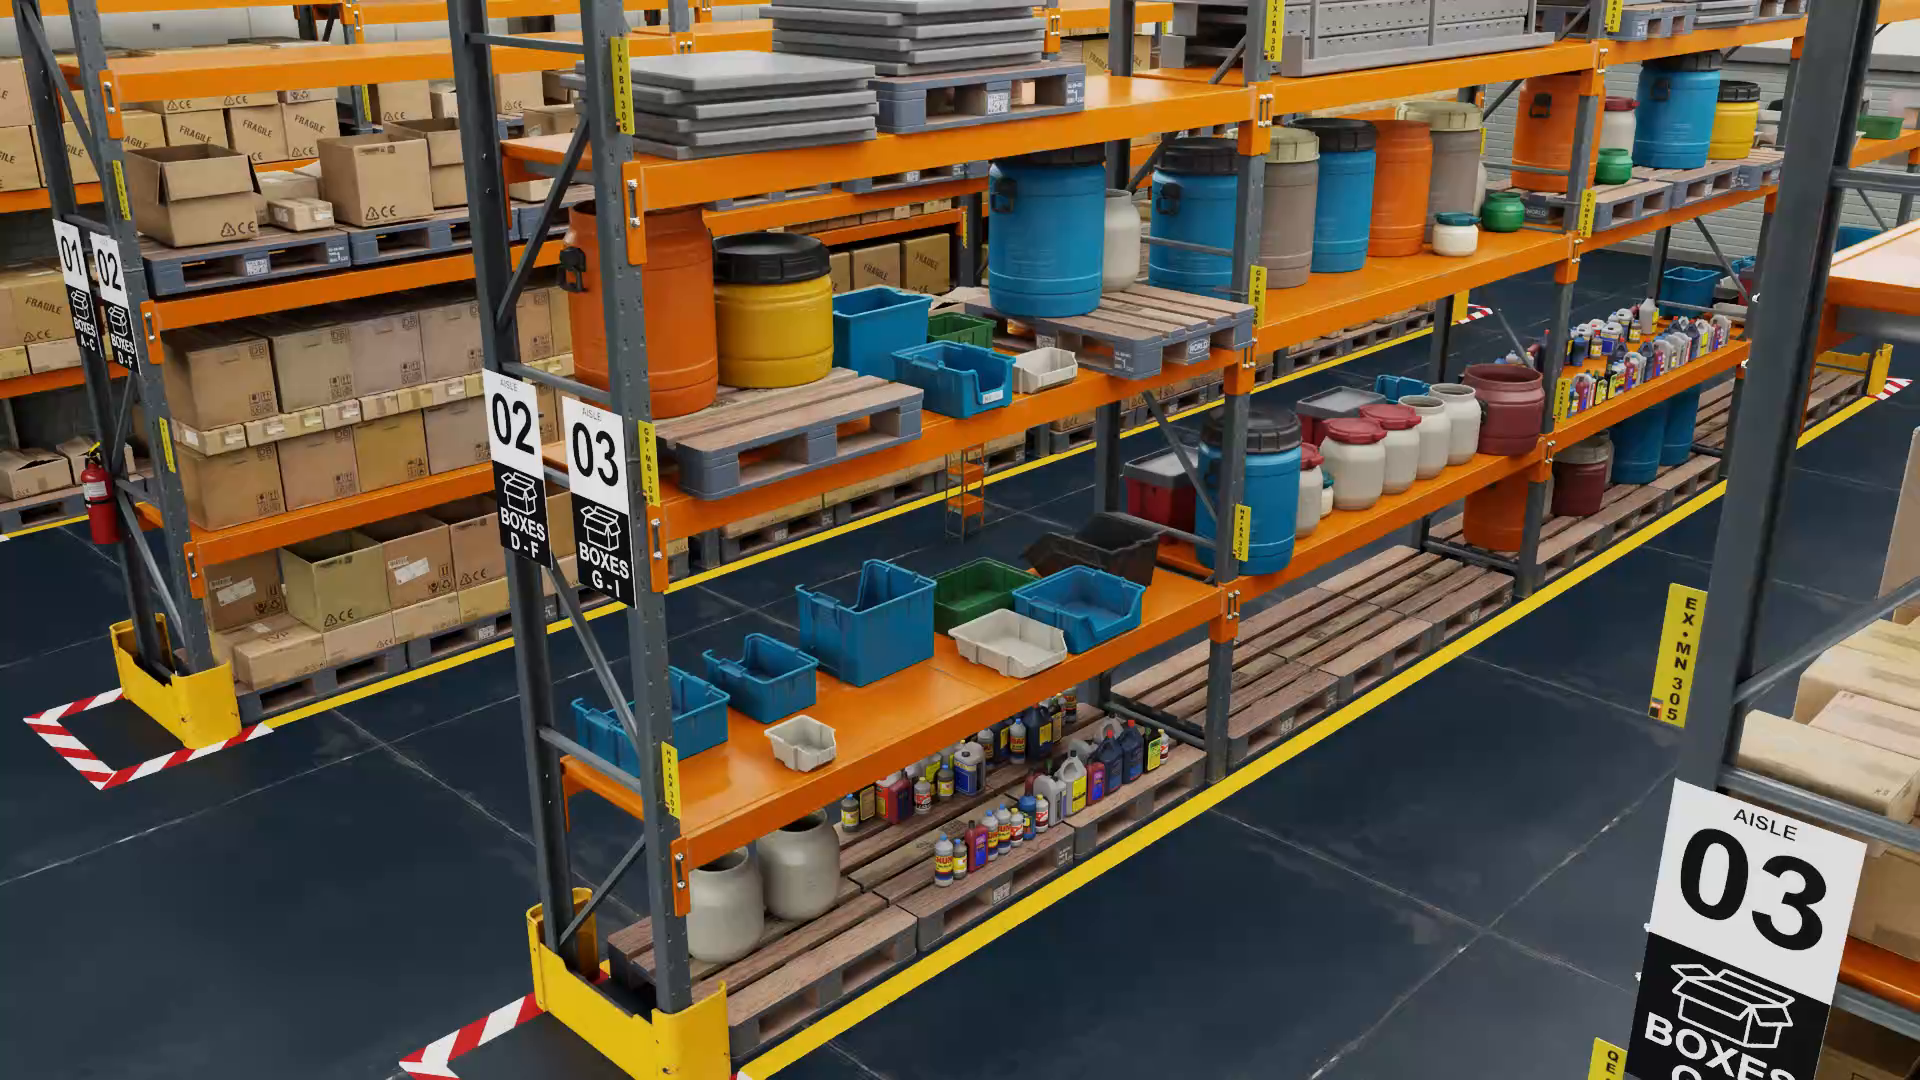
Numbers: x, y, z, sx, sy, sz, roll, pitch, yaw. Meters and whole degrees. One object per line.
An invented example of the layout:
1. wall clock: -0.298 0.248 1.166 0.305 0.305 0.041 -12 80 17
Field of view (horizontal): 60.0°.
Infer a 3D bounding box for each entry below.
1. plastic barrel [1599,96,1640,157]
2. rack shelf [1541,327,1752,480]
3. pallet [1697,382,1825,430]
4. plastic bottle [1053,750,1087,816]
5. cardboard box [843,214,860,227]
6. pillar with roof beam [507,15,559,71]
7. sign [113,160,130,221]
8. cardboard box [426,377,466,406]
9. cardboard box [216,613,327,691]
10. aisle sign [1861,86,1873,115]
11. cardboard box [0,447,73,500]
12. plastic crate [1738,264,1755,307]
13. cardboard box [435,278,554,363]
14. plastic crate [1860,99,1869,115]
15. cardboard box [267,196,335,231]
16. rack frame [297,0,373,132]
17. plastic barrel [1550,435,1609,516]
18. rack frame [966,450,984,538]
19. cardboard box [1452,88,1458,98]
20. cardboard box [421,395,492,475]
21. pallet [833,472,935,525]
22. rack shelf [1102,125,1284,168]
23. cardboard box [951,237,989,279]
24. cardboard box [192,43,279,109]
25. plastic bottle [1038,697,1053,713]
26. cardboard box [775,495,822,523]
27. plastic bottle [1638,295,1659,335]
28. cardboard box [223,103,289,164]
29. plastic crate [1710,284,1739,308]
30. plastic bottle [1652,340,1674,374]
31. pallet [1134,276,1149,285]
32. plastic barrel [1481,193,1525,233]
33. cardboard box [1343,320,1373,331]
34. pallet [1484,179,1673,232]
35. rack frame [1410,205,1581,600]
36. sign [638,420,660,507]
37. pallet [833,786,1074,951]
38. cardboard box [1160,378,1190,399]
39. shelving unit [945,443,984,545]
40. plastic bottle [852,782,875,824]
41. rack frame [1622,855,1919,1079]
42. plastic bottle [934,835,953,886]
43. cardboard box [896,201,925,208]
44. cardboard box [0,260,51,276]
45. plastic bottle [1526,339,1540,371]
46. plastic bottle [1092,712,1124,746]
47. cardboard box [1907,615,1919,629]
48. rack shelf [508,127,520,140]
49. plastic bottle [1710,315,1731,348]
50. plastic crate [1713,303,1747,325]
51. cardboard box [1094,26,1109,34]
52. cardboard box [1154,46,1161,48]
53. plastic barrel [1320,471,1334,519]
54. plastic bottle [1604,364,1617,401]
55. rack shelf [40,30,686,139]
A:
1. plastic barrel: 5.138 -3.234 13.213 0.433 0.535 0.433 0 21 0
2. rack shelf: 5.404 -1.259 14.033 1.077 0.370 4.000 19 28 41
3. pallet: 8.136 -1.321 17.079 1.003 0.211 1.213 19 28 41
4. plastic bottle: 0.616 1.349 9.325 0.144 0.351 0.185 19 28 40
5. cardboard box: -1.443 -3.942 20.333 0.250 0.149 0.380 -19 28 -40
6. pillar with roof beam: -1.532 -5.165 14.832 9.100 9.000 0.400 19 28 41
7. sign: -4.725 -1.969 9.370 0.100 0.325 0.005 19 28 41
8. cardboard box: -3.617 -1.056 11.460 0.380 0.149 0.250 20 28 41
9. cardboard box: -4.585 0.741 11.076 0.500 0.250 0.500 19 28 41
10. aisle sign: 9.427 -4.443 17.692 0.394 0.787 0.004 19 28 41
11. cardboard box: -8.123 -0.609 14.475 0.500 0.311 0.500 15 26 35
12. plastic crate: 7.602 -2.333 15.653 0.402 0.464 0.583 19 28 41
13. cardboard box: -3.334 -1.571 11.895 0.700 0.500 0.500 19 28 41
14. plastic crate: 9.121 -4.447 17.326 0.497 0.269 0.590 19 28 41
15. cardboard box: -4.171 -2.067 10.523 0.380 0.149 0.250 19 28 41
16. rack frame: -5.880 -5.332 15.266 1.000 3.000 0.127 19 28 41
17. plastic barrel: 5.126 -0.571 14.017 0.600 0.588 0.708 19 28 41
18. rack frame: 0.122 -0.535 13.865 0.200 1.050 0.008 19 28 41
19. cardboard box: 5.874 -5.510 20.118 0.500 0.250 0.500 19 28 41
20. cardboard box: -3.706 -0.827 11.767 0.500 0.500 0.700 -19 28 -40
21. pallet: -0.991 -0.506 14.958 1.003 0.211 1.213 19 28 41
22. rack shelf: 1.858 -3.900 16.723 1.077 0.370 4.000 19 28 41
23. cardboard box: 0.296 -3.784 22.499 0.700 0.500 0.500 20 29 41
24. cardboard box: -6.412 -4.114 14.716 0.500 0.500 0.500 -18 28 -39
25. plastic bottle: 0.476 1.076 10.139 0.135 0.276 0.152 -19 28 -40
26. cardboard box: -1.512 -0.378 13.987 0.500 0.250 0.500 -19 28 -41
27. plastic bottle: 6.293 -2.066 15.199 0.144 0.351 0.185 19 28 41
28. cardboard box: -6.417 -3.669 14.954 0.500 0.500 0.500 16 26 36
29. plastic crate: 7.388 -2.363 16.204 0.437 0.125 0.590 19 28 41
30. plastic bottle: 5.894 -1.551 13.963 0.152 0.276 0.135 19 28 41
31. pallet: 1.816 -2.733 17.133 1.003 0.211 1.213 19 28 41
32. plastic barrel: 3.873 -2.332 11.858 0.294 0.245 0.294 0 21 0
33. cardboard box: 4.560 -2.874 20.098 0.797 0.503 0.637 19 28 41
34. pallet: 4.613 -2.565 12.510 1.003 0.211 1.213 19 28 41
35. rack frame: 4.009 -1.080 12.567 1.000 3.000 0.127 19 28 41
36. sign: -1.181 -0.290 6.315 0.100 0.325 0.005 19 28 41
37. pallet: -0.131 1.727 9.150 1.003 0.211 1.213 19 28 41
38. cardboard box: 2.060 -1.804 17.321 0.500 0.500 0.500 18 27 39
39. shelving unit: 0.037 -0.504 13.784 0.215 1.050 0.252 19 28 41
40. plastic bottle: -0.536 1.422 9.228 0.133 0.283 0.061 -19 28 -41
41. rack frame: 1.977 2.216 3.991 1.000 3.000 0.127 19 28 41
42. plastic bottle: -0.084 1.656 8.637 0.097 0.271 0.097 0 21 0
43. cardboard box: -0.789 -4.468 20.797 0.500 0.500 0.500 20 28 41
44. cardboard box: -8.135 -2.094 14.340 0.500 0.500 0.500 -20 29 -41
45. plastic bottle: 4.783 -1.531 13.900 0.061 0.283 0.133 19 28 41
46. plastic bottle: 0.872 1.180 9.763 0.144 0.351 0.185 19 28 41
47. cardboard box: 2.745 0.312 4.417 0.380 0.149 0.250 20 28 41
48. rack shelf: -4.485 -4.110 17.271 1.077 0.370 4.000 19 28 41
49. plastic bottle: 6.756 -1.869 14.790 0.152 0.276 0.135 19 28 41
50. plastic crate: 7.226 -2.097 15.496 0.396 0.136 0.243 19 28 41
51. cardboard box: 1.819 -7.157 22.634 0.500 0.500 0.500 -19 28 -40
52. cardboard box: 2.399 -4.750 17.070 0.600 0.600 0.600 19 28 40
53. plastic barrel: 2.252 -0.290 10.702 0.301 0.262 0.301 0 21 0
54. plastic bottle: 5.152 -1.258 13.190 0.061 0.283 0.133 19 28 41
55. rack shelf: -3.723 -3.057 10.906 1.077 0.370 4.000 19 28 41
